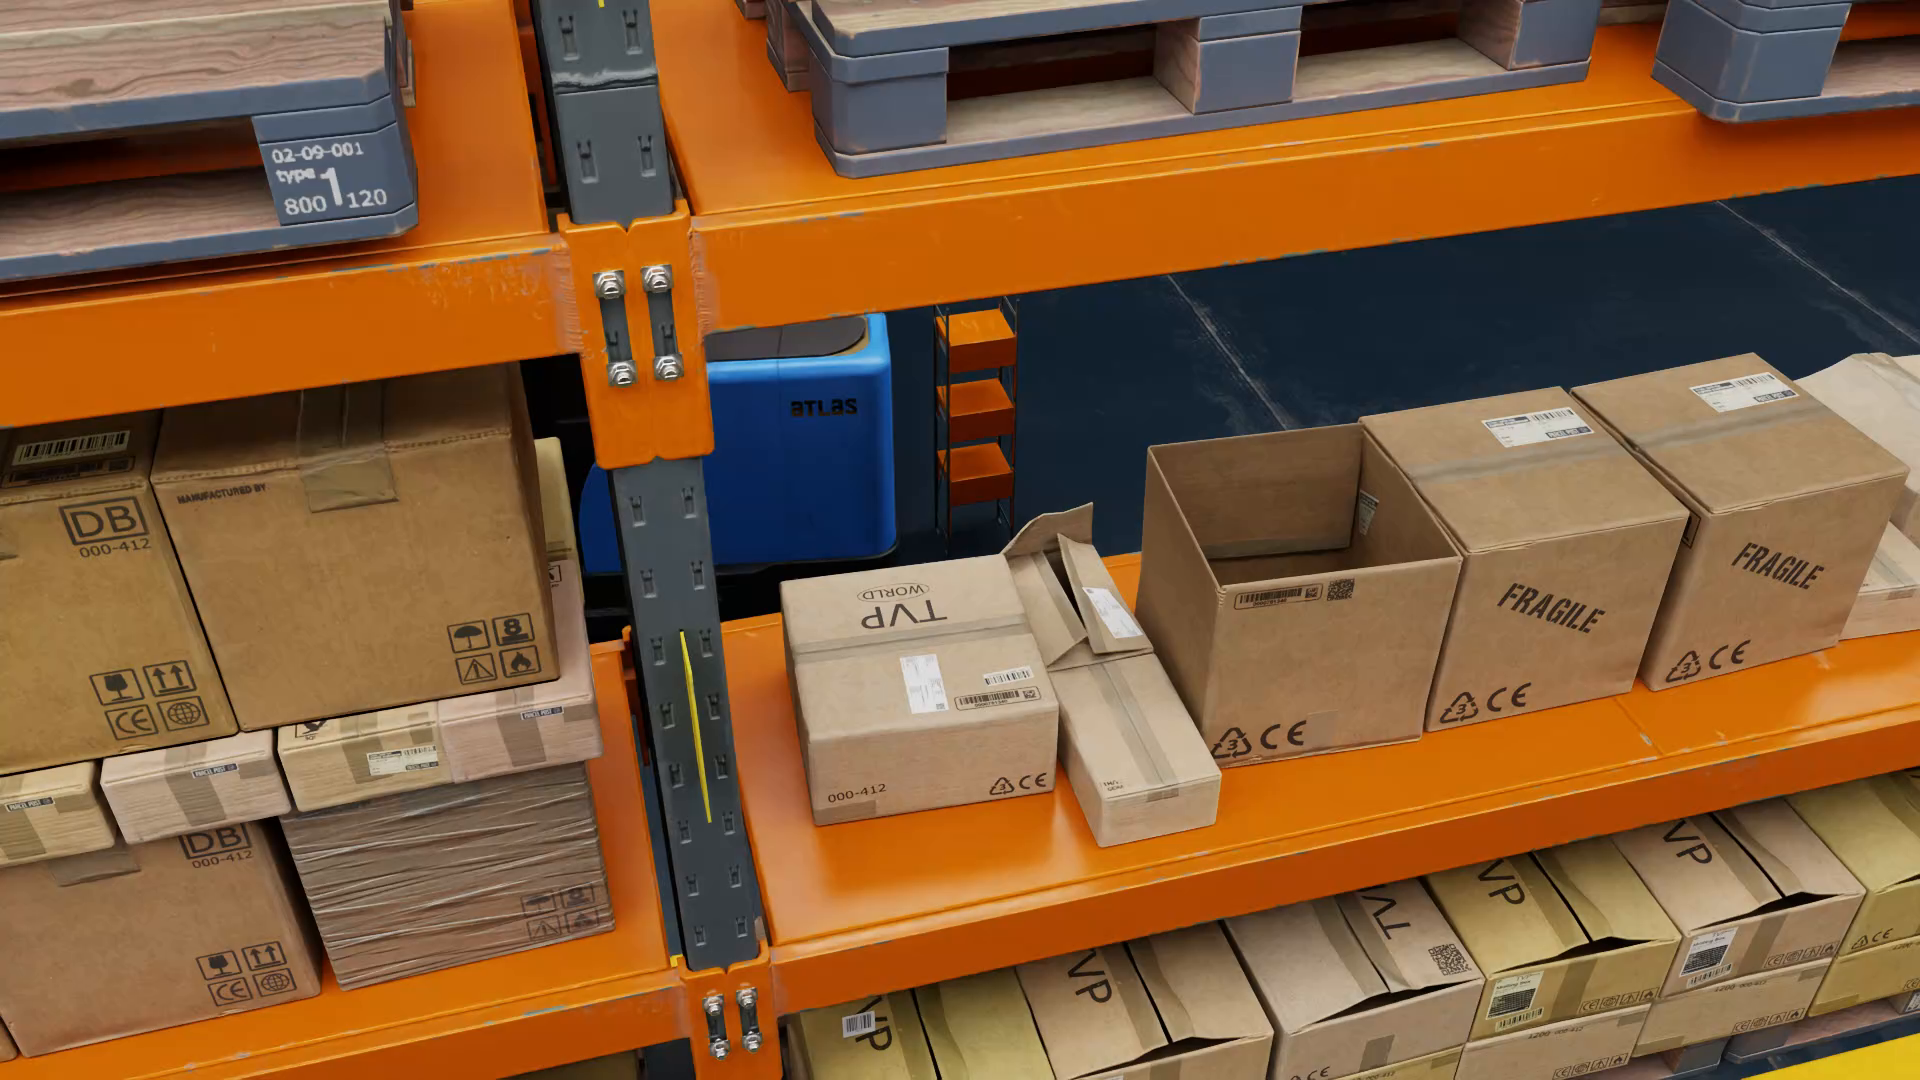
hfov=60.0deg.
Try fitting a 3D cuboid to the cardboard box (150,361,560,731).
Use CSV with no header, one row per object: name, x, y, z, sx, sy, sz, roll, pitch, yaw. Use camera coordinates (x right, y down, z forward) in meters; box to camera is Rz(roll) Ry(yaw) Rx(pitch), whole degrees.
cardboard box,-0.988,-0.133,2.805,0.500,0.500,0.700,-9,38,-12

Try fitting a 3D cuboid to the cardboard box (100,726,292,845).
cardboard box,-1.259,0.300,2.773,0.250,0.149,0.380,-10,39,-13

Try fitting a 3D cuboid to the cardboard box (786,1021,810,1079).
cardboard box,-0.107,1.354,3.928,0.500,0.250,0.500,-10,39,-13

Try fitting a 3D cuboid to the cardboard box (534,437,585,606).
cardboard box,-0.871,-0.021,3.192,0.250,0.149,0.380,-9,38,-12

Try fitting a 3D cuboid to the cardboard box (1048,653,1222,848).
cardboard box,0.348,0.427,3.430,0.250,0.149,0.380,-9,38,-12

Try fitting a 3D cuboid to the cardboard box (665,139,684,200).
cardboard box,-1.150,-1.866,7.915,0.500,0.500,0.700,-8,38,-10

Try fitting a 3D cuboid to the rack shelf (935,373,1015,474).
rack shelf,0.052,-0.417,5.949,0.240,0.259,0.215,-9,38,-12

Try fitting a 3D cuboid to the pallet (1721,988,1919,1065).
pallet,2.496,0.929,4.862,1.213,0.211,1.003,-9,38,-12

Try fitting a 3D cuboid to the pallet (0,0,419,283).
pallet,-1.378,-0.658,2.246,1.213,0.211,1.003,-9,38,-12

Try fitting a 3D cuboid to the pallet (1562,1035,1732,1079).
pallet,1.320,1.120,4.612,1.213,0.211,1.003,-9,38,-12

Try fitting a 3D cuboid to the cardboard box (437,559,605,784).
cardboard box,-0.768,0.219,2.879,0.250,0.149,0.380,-9,38,-12

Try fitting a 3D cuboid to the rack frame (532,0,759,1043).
rack frame,-0.561,0.348,3.327,0.127,3.000,1.000,-9,38,-12

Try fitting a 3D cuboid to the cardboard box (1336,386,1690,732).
cardboard box,1.177,0.033,3.656,0.500,0.500,0.500,-9,38,-12

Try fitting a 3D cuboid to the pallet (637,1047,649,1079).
pallet,-1.340,1.557,4.041,1.213,0.211,1.003,-9,38,-12

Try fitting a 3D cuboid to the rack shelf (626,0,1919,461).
rack shelf,1.370,-0.875,3.048,4.000,0.370,1.077,-9,38,-12

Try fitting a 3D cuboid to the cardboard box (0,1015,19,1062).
cardboard box,-1.981,0.547,2.984,0.500,0.500,0.700,-9,38,-11

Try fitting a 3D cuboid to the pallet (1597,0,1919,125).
pallet,1.590,-1.063,2.858,1.213,0.211,1.003,-8,38,-10

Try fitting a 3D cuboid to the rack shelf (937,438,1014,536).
rack shelf,0.052,-0.196,6.117,0.240,0.259,0.215,-9,38,-12

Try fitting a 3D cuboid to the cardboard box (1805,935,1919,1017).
cardboard box,2.359,0.950,4.457,0.500,0.250,0.500,-10,38,-12

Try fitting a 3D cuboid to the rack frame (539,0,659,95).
rack frame,-0.561,-2.035,1.504,0.127,3.000,1.000,-9,38,-12

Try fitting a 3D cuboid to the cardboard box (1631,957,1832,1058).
cardboard box,1.873,1.027,4.355,0.500,0.250,0.500,-8,38,-11

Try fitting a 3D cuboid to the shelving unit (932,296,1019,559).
shelving unit,0.052,-0.425,5.942,0.252,1.050,0.215,-9,38,-12

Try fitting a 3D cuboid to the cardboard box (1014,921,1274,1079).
cardboard box,0.387,1.055,3.858,0.500,0.311,0.500,-10,38,-12

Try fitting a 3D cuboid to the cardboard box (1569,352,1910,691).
cardboard box,1.685,-0.050,3.765,0.500,0.500,0.500,-11,39,-14

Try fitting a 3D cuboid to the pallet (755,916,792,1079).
pallet,0.140,1.316,4.356,1.213,0.211,1.003,-9,38,-12

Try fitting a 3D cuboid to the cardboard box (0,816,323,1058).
cardboard box,-1.495,0.469,3.085,0.500,0.500,0.700,-10,38,-12

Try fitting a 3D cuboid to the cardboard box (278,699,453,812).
cardboard box,-1.007,0.257,2.829,0.250,0.149,0.380,-10,39,-13

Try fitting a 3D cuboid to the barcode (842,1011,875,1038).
barcode,-0.206,0.988,3.394,0.075,0.075,0.001,-9,38,-12

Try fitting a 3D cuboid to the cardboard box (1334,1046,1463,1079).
cardboard box,0.886,1.191,4.142,0.500,0.250,0.500,-10,39,-13

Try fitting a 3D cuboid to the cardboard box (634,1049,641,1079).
cardboard box,-1.088,1.169,4.171,0.500,0.250,0.500,-9,38,-12

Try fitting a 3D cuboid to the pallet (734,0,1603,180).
pallet,0.287,-0.915,2.666,1.217,0.209,0.805,-11,39,-14

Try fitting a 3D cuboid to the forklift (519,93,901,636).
forklift,-1.757,-1.089,5.262,3.031,2.935,1.130,-3,38,-4

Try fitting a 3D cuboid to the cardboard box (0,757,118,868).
cardboard box,-1.513,0.342,2.718,0.250,0.149,0.380,-9,38,-12

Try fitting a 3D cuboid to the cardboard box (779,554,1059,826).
cardboard box,-0.097,0.304,3.508,0.500,0.250,0.500,-7,38,-9

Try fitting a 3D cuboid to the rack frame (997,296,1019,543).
rack frame,0.169,-0.445,5.967,0.008,1.050,0.200,-9,38,-12

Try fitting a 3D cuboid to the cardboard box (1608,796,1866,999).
cardboard box,1.871,0.809,4.180,0.500,0.311,0.500,-10,38,-12

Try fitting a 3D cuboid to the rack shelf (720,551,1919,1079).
rack shelf,1.370,0.317,3.959,4.000,0.370,1.077,-9,38,-12

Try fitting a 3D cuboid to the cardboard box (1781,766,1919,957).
cardboard box,2.359,0.730,4.282,0.500,0.311,0.500,-10,39,-13

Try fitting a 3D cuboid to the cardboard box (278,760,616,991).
cardboard box,-0.988,0.382,3.199,0.500,0.500,0.700,-10,39,-13

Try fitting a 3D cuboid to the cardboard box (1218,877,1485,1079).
cardboard box,0.887,0.972,3.966,0.500,0.311,0.500,-11,39,-13

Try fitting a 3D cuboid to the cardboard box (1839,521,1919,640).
cardboard box,2.084,0.049,3.924,0.250,0.149,0.380,-7,38,-9

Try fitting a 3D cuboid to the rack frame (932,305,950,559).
rack frame,-0.066,-0.406,5.917,0.008,1.050,0.200,-9,38,-12

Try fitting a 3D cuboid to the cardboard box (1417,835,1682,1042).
cardboard box,1.387,0.887,4.078,0.500,0.311,0.500,-8,38,-11

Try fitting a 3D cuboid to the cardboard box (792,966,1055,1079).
cardboard box,-0.097,1.131,3.759,0.500,0.311,0.500,-9,38,-12

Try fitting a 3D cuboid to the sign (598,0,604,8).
sign,-0.415,-0.755,1.809,0.005,0.325,0.100,-9,38,-12

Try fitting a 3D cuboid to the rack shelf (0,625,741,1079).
rack shelf,-2.492,0.950,3.131,4.000,0.370,1.077,-9,38,-12

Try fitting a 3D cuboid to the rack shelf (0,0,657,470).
rack shelf,-2.492,-0.241,2.220,4.000,0.370,1.077,-9,38,-12

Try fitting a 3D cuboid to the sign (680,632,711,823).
sign,-0.415,0.298,2.614,0.005,0.325,0.100,-9,38,-12

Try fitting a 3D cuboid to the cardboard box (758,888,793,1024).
cardboard box,-0.236,1.037,4.343,0.500,0.250,0.500,-10,38,-12

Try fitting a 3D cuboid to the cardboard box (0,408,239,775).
cardboard box,-1.475,-0.052,2.700,0.500,0.500,0.700,-9,38,-12

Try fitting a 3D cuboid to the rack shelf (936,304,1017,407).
rack shelf,0.052,-0.642,5.776,0.240,0.259,0.215,-9,38,-12

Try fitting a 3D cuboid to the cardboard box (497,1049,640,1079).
cardboard box,-0.952,1.475,3.771,0.500,0.250,0.500,-9,38,-12

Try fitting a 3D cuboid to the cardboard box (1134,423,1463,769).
cardboard box,0.693,0.112,3.552,0.500,0.500,0.500,-7,38,-9

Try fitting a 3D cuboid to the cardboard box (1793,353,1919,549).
cardboard box,2.386,-0.222,4.145,0.500,0.311,0.500,-10,38,-12

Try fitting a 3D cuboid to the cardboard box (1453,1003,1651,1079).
cardboard box,1.377,1.111,4.247,0.500,0.250,0.500,-9,38,-11

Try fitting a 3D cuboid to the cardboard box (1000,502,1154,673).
cardboard box,0.240,0.154,3.690,0.258,0.266,0.396,-10,39,-13
